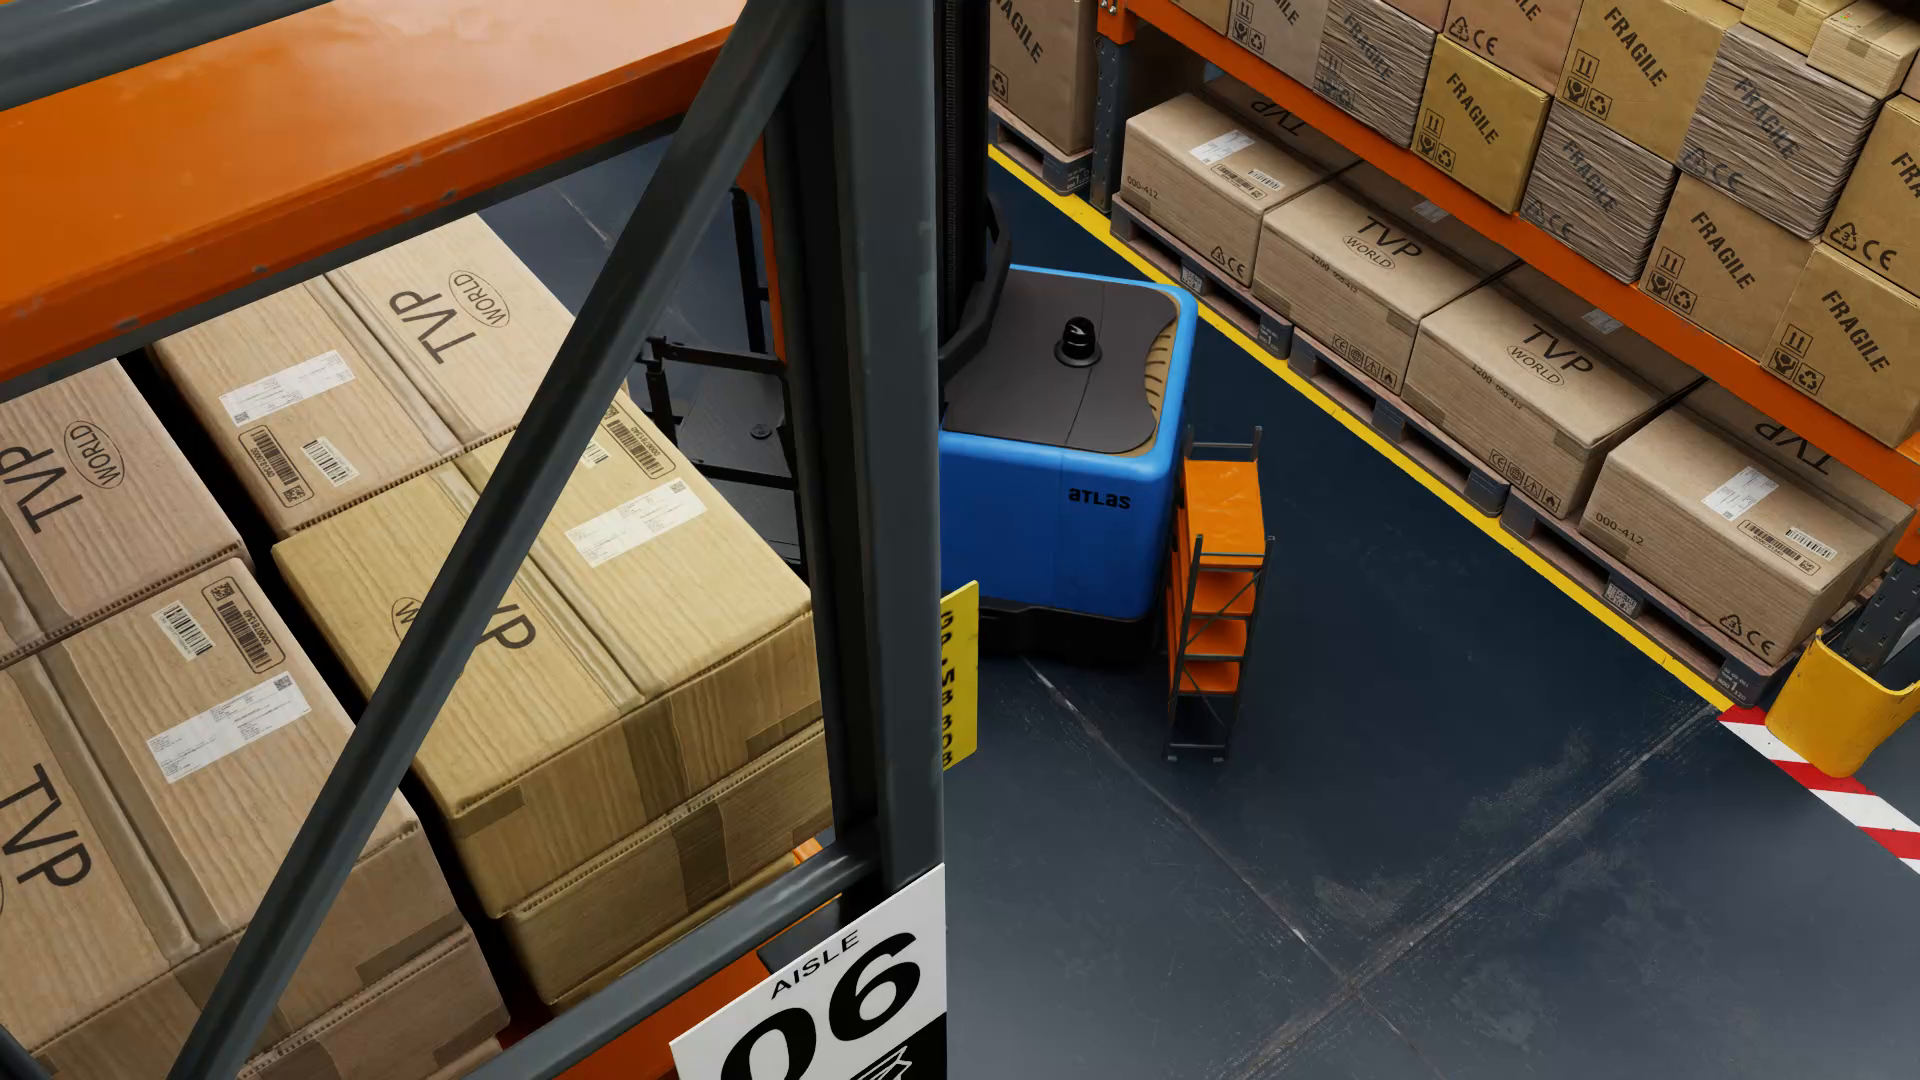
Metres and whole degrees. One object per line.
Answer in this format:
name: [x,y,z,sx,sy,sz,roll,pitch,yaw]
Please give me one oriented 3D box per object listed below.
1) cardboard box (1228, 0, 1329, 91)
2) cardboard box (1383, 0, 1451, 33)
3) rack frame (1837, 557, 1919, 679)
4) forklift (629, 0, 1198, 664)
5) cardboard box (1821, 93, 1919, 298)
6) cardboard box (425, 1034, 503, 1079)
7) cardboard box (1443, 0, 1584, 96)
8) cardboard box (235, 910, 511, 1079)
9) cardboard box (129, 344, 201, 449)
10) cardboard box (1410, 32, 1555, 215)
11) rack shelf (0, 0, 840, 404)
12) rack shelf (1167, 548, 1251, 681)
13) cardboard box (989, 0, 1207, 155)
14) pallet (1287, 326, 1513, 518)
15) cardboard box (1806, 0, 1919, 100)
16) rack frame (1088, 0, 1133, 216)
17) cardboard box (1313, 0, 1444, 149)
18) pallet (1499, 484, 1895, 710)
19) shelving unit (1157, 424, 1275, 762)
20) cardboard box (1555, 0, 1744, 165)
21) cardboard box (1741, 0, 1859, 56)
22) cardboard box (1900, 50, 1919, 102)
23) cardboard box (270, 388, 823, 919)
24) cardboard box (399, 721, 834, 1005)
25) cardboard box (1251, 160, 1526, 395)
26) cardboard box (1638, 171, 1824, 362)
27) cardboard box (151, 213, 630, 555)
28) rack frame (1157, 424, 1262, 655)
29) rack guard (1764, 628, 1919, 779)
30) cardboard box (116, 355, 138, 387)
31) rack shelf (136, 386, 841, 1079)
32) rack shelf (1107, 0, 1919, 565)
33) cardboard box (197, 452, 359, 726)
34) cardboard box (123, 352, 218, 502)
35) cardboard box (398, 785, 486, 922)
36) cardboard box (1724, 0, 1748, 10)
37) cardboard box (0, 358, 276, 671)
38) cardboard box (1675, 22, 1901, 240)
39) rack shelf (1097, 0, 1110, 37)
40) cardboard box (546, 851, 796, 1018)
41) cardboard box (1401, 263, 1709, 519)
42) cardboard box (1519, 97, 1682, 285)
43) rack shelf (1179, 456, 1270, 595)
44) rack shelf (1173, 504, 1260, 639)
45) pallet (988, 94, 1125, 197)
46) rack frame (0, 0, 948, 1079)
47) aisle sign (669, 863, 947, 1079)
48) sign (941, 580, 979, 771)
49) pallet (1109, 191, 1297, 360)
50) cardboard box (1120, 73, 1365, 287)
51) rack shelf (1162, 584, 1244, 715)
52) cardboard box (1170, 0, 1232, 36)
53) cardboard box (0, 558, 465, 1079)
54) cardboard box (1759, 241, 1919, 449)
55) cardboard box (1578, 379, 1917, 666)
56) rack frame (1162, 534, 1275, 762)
cardboard box: [1.451,-2.207,6.658,0.500,0.500,0.500,-29,54,-24]
cardboard box: [1.772,-2.239,6.011,0.500,0.500,0.500,-28,54,-23]
rack frame: [3.496,-0.508,5.185,1.000,3.000,0.127,-29,54,-24]
forklift: [-0.677,-1.074,5.744,3.031,2.935,1.130,9,48,8]
cardboard box: [3.015,-1.055,4.938,0.500,0.500,0.500,-28,54,-23]
cardboard box: [-0.830,0.713,2.223,0.380,0.149,0.250,-28,54,-23]
cardboard box: [2.075,-1.940,5.741,0.500,0.500,0.500,-30,54,-24]
cardboard box: [-0.938,0.524,2.125,0.500,0.250,0.500,-30,55,-25]
cardboard box: [-1.129,-0.477,2.695,0.500,0.250,0.500,-30,55,-25]
cardboard box: [2.059,-1.607,6.114,0.500,0.500,0.500,-28,54,-23]
rack shelf: [-1.663,-1.231,2.278,1.077,0.370,4.000,-29,54,-24]
rack shelf: [0.862,0.258,5.796,0.258,0.148,0.480,2,48,2]
cardboard box: [0.635,-2.624,8.253,0.875,0.875,0.875,-28,54,-23]
pallet: [2.215,-0.727,7.265,1.003,0.211,1.213,-29,54,-24]
cardboard box: [2.723,-1.470,4.877,0.380,0.149,0.250,-30,54,-24]
rack frame: [1.074,-2.867,7.323,1.000,3.000,0.127,-29,54,-24]
cardboard box: [1.747,-1.911,6.389,0.500,0.500,0.500,-29,54,-24]
pallet: [2.950,-0.008,6.613,1.003,0.211,1.213,-29,54,-24]
shelving unit: [0.862,0.212,5.746,0.258,1.200,0.503,2,48,2]
cardboard box: [2.378,-1.643,5.471,0.500,0.500,0.500,-30,54,-24]
cardboard box: [2.604,-1.637,5.028,0.380,0.149,0.250,-28,54,-23]
cardboard box: [2.947,-1.356,4.773,0.380,0.149,0.250,-28,54,-23]
cardboard box: [-0.521,0.122,2.152,0.500,0.250,0.500,-30,54,-24]
cardboard box: [-0.503,0.280,2.347,0.500,0.250,0.500,-30,54,-24]
cardboard box: [1.911,-1.201,7.259,0.875,0.438,0.875,-31,55,-25]
cardboard box: [2.702,-1.010,5.572,0.500,0.500,0.500,-30,55,-25]
cardboard box: [-0.814,-0.187,2.432,0.500,0.250,0.500,-30,54,-24]
rack frame: [0.872,0.032,5.910,0.240,1.200,0.015,2,48,2]
rack guard: [3.511,0.346,6.098,1.175,0.500,0.348,-29,54,-24]
cardboard box: [-1.459,-0.613,3.156,0.500,0.250,0.500,-30,55,-25]
rack shelf: [-1.663,-0.224,3.388,1.077,0.370,4.000,-29,54,-24]
rack shelf: [2.285,-1.446,6.520,1.077,0.370,4.000,-29,54,-24]
cardboard box: [-0.827,-0.011,2.610,0.500,0.250,0.500,-28,54,-23]
cardboard box: [-1.127,-0.318,2.888,0.500,0.250,0.500,-31,55,-25]
cardboard box: [-0.640,0.363,2.540,0.380,0.149,0.250,-28,54,-23]
cardboard box: [2.502,-1.823,5.197,0.380,0.149,0.250,-30,54,-24]
cardboard box: [-1.258,0.052,2.215,0.500,0.250,0.500,-31,55,-25]
cardboard box: [2.675,-1.350,5.206,0.500,0.500,0.500,-29,54,-24]
rack shelf: [-0.137,-3.804,8.659,1.077,0.370,4.000,-29,54,-24]
cardboard box: [-0.460,0.505,2.411,0.380,0.149,0.250,-28,54,-23]
cardboard box: [2.456,-0.669,6.776,0.875,0.438,0.875,-28,54,-23]
cardboard box: [2.382,-1.309,5.843,0.500,0.500,0.500,-28,54,-23]
rack shelf: [0.862,-0.052,5.455,0.258,0.148,0.480,2,48,2]
rack shelf: [0.862,0.107,5.631,0.258,0.148,0.480,2,48,2]
pallet: [0.547,-2.351,8.738,1.003,0.211,1.213,-29,54,-24]
rack frame: [-0.452,-0.294,0.942,1.000,3.000,0.127,-29,54,-24]
aisle sign: [-0.177,0.756,2.284,0.394,0.787,0.004,-29,54,-24]
sign: [-0.020,0.176,1.950,0.100,0.325,0.005,-29,54,-24]
pallet: [1.472,-1.446,7.918,1.003,0.211,1.213,-29,54,-24]
cardboard box: [1.369,-1.729,7.737,0.875,0.438,0.875,-30,54,-24]
rack shelf: [0.862,0.391,5.943,0.258,0.148,0.480,2,48,2]
cardboard box: [1.150,-2.506,6.929,0.500,0.500,0.500,-28,54,-23]
cardboard box: [-0.943,0.359,1.937,0.500,0.250,0.500,-31,55,-25]
cardboard box: [2.993,-0.707,5.298,0.500,0.500,0.500,-29,54,-24]
cardboard box: [3.017,-0.133,6.291,0.875,0.438,0.875,-31,55,-25]
rack frame: [0.852,0.393,5.583,0.240,1.200,0.015,2,48,2]
